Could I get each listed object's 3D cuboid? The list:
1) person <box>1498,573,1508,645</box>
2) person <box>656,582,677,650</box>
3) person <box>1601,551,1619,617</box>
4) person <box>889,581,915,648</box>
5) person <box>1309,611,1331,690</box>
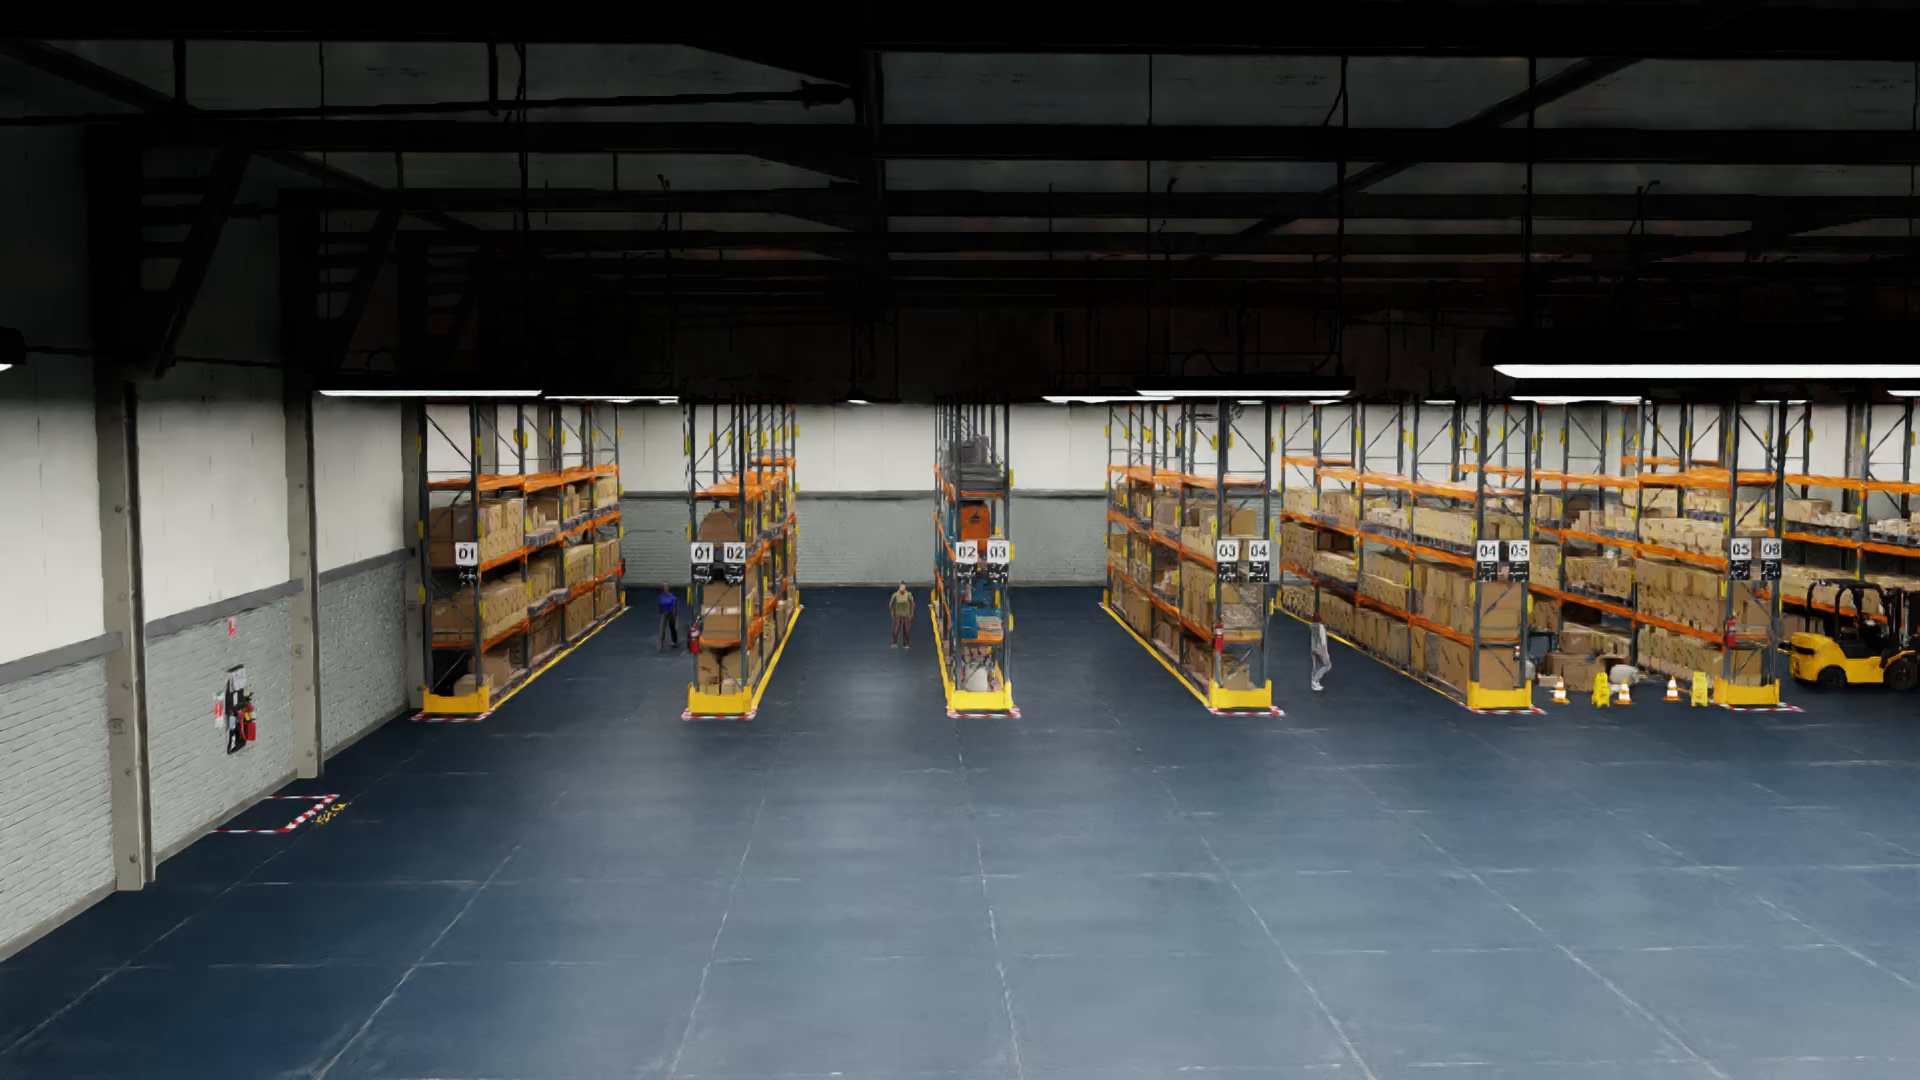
[{"bbox_3d":[12.738,1.666,39.427,0.576,1.768,0.626,2,5,25],"label":"person"},{"bbox_3d":[-6.891,1.775,39.251,0.450,1.572,1.092,0,5,0],"label":"person"},{"bbox_3d":[17.653,1.196,45.251,0.551,1.781,0.637,1,5,15],"label":"person"},{"bbox_3d":[-1.375,1.767,39.395,0.598,1.619,0.507,0,5,-4],"label":"person"},{"bbox_3d":[7.219,2.240,33.546,0.407,1.594,0.458,-3,5,-31],"label":"person"}]
